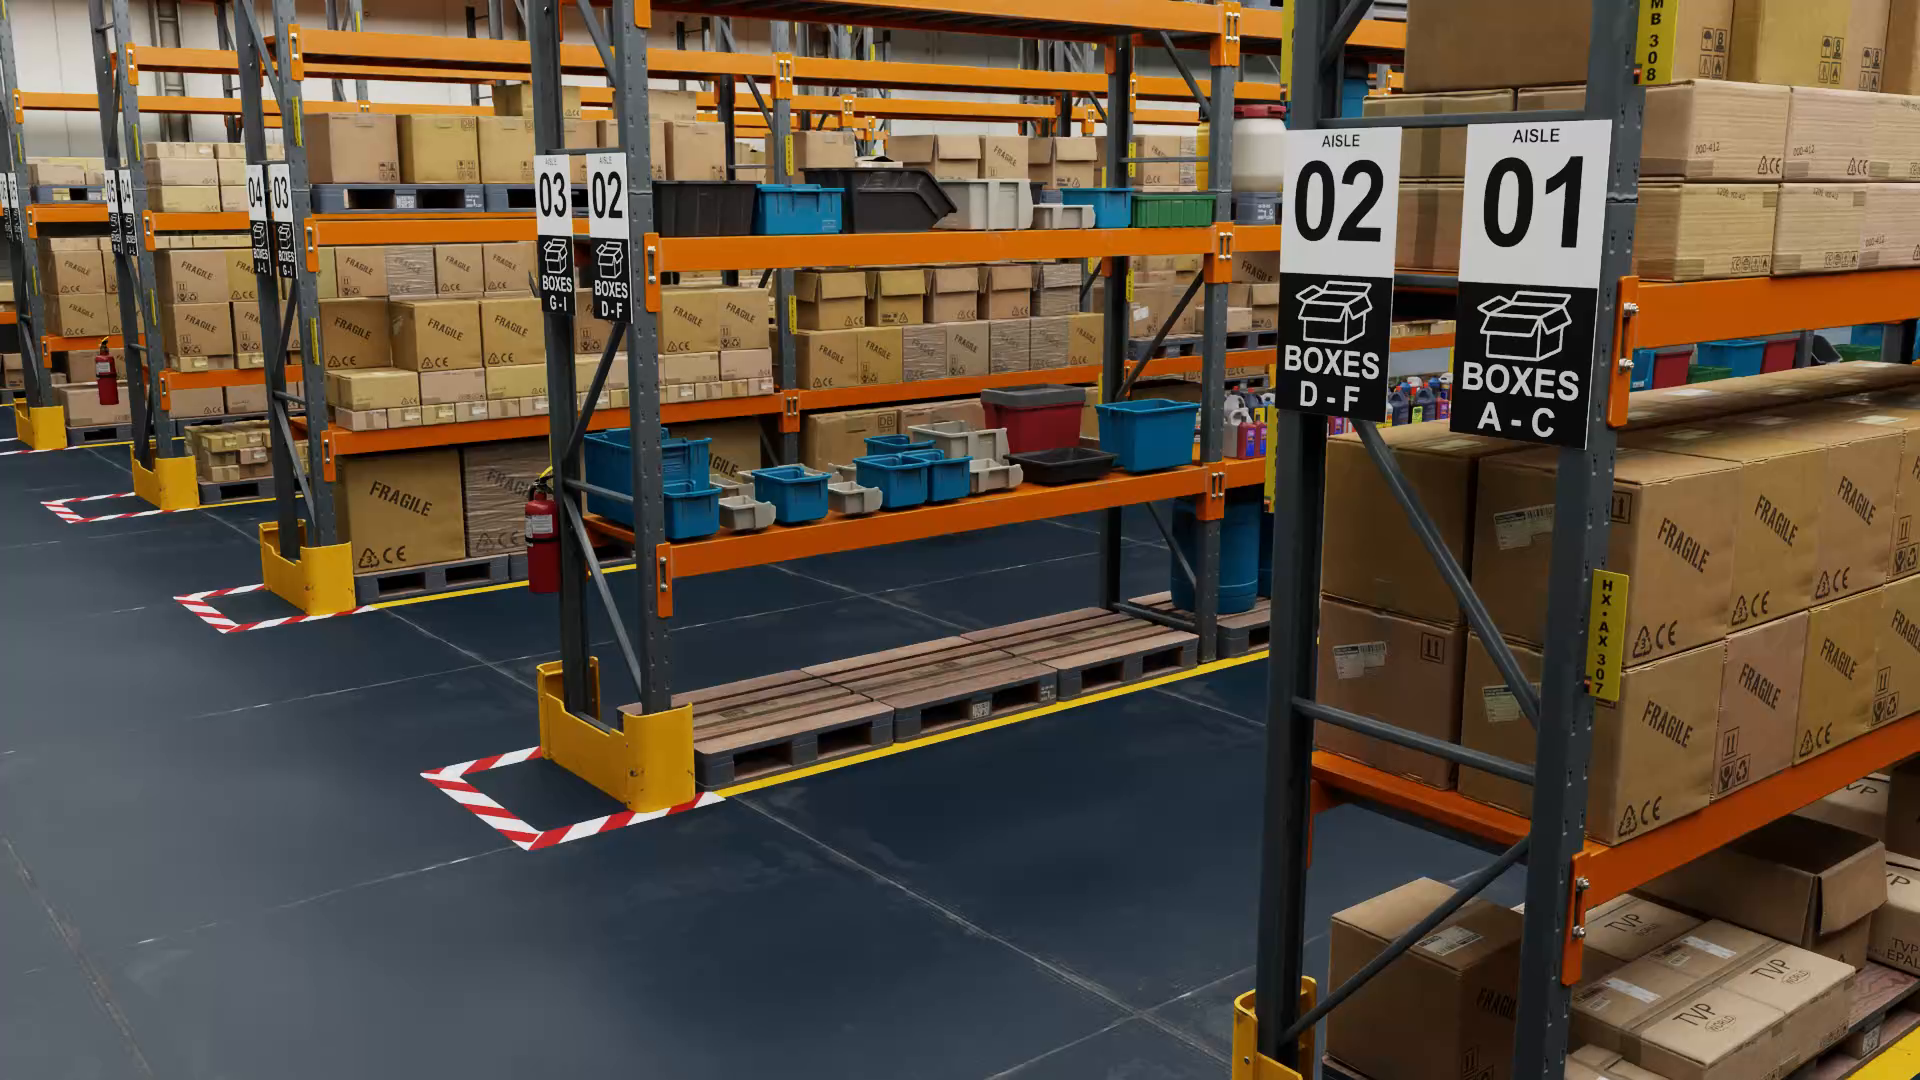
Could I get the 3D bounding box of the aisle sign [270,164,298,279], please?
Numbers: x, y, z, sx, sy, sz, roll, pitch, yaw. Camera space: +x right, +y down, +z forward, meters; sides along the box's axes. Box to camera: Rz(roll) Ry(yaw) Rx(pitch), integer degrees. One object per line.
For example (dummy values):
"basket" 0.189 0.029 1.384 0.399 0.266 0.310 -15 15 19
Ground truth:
"aisle sign" -4.768 -2.245 11.723 0.004 0.787 0.394 -9 15 -38

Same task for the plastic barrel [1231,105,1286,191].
"plastic barrel" 1.886 -2.514 10.688 0.433 0.535 0.433 0 12 0

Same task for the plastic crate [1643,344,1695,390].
"plastic crate" 5.895 -1.458 14.119 0.583 0.464 0.402 -9 15 -38

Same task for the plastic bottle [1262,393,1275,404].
"plastic bottle" 2.208 -0.921 12.041 0.135 0.276 0.152 -9 15 -38

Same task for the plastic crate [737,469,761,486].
"plastic crate" -1.046 -0.299 9.307 0.243 0.136 0.396 -9 15 -38

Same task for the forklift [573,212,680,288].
"forklift" -3.382 -1.956 16.783 1.130 2.935 3.031 -3 12 -15

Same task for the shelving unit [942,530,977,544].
"shelving unit" -0.006 -0.439 14.530 0.210 0.900 0.258 -9 15 -38

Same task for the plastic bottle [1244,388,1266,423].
"plastic bottle" 2.066 -0.896 11.747 0.185 0.351 0.144 -9 15 -38

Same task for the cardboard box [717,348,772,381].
"cardboard box" -1.957 -1.523 14.225 0.500 0.250 0.500 -10 15 -39

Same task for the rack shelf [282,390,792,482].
"rack shelf" -3.337 -0.939 13.563 4.000 0.370 1.077 -9 15 -38

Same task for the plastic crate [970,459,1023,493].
"plastic crate" 0.146 -0.373 9.655 0.466 0.136 0.293 -9 15 -38

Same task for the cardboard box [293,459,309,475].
"cardboard box" -6.699 -0.772 16.897 0.250 0.149 0.380 -9 15 -37

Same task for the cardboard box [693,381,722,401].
"cardboard box" -2.211 -1.268 13.986 0.250 0.149 0.380 -10 15 -39

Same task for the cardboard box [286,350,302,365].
"cardboard box" -6.701 -1.868 16.811 0.250 0.149 0.380 -10 15 -38

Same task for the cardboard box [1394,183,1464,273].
"cardboard box" 1.523 -0.928 4.916 0.500 0.250 0.500 -9 15 -38

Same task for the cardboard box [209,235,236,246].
"cardboard box" -9.229 -3.732 20.772 0.250 0.149 0.380 -9 15 -38

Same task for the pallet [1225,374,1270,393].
"pallet" 3.999 -2.445 25.635 1.213 0.211 1.003 -9 15 -38

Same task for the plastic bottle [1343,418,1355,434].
"plastic bottle" 2.641 -0.805 11.498 0.135 0.276 0.152 -9 15 -38

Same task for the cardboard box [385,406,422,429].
"cardboard box" -4.216 -0.935 12.415 0.250 0.149 0.380 -10 15 -38

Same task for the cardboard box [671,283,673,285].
"cardboard box" -3.389 -2.854 19.008 0.250 0.149 0.380 -10 15 -38

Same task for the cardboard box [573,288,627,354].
"cardboard box" -3.102 -1.838 13.903 0.500 0.500 0.500 -10 16 -39

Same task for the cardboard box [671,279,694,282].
"cardboard box" -3.376 -3.030 19.837 0.250 0.149 0.380 -10 15 -38

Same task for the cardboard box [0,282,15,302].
"cardboard box" -13.671 -3.531 23.681 0.500 0.250 0.500 -9 15 -37

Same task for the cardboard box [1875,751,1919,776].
"cardboard box" 4.616 0.953 7.876 0.500 0.500 0.500 -10 15 -38

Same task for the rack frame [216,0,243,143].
"rack frame" -11.070 -6.897 25.446 0.127 3.000 1.000 -9 15 -38

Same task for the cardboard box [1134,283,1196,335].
"cardboard box" 2.118 -2.489 17.879 0.500 0.500 0.700 -7 14 -29

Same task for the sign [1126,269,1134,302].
"sign" 1.697 -2.547 16.613 0.005 0.325 0.100 -9 15 -38

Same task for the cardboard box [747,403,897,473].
"cardboard box" -1.289 -0.803 15.294 0.875 0.875 1.225 -9 15 -37

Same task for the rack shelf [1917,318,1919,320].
"rack shelf" 5.972 -1.318 8.127 4.000 0.370 1.077 -9 15 -38

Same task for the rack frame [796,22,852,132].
"rack frame" -1.672 -5.822 20.382 0.127 3.000 1.000 -9 15 -38

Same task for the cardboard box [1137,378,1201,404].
"cardboard box" 2.260 -1.591 18.055 0.500 0.250 0.500 -7 14 -31

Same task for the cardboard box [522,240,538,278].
"cardboard box" -5.871 -3.974 23.476 0.500 0.500 0.500 -9 15 -38

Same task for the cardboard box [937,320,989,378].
"cardboard box" -0.077 -1.817 15.723 0.500 0.500 0.500 -9 15 -37

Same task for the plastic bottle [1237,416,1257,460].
"plastic bottle" 1.871 -0.669 10.838 0.133 0.283 0.061 -9 15 -38

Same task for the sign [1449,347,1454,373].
"sign" 4.093 -1.435 13.770 0.005 0.325 0.100 -9 15 -38

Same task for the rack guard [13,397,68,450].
"rack guard" -11.109 -1.413 20.081 0.348 0.500 1.175 -9 15 -38

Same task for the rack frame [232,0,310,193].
"rack frame" -4.899 -3.966 11.643 0.127 3.000 1.000 -9 15 -38

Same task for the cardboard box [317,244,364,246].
"cardboard box" -6.510 -2.836 17.401 0.500 0.500 0.500 -10 16 -40

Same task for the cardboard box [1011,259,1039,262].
"cardboard box" 0.667 -3.812 22.711 0.500 0.500 0.700 -10 15 -39

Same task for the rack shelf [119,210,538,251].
"rack shelf" -6.357 -3.224 17.102 4.000 0.370 1.077 -9 15 -38

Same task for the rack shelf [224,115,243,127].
"rack shelf" -12.632 -6.284 24.299 4.000 0.370 1.077 -9 15 -38

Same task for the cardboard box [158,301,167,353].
"cardboard box" -7.729 -2.144 16.546 0.500 0.500 0.500 -9 15 -37

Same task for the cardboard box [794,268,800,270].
"cardboard box" -2.730 -4.368 26.011 0.500 0.500 0.500 -9 15 -36

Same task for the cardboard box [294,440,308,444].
"cardboard box" -6.739 -1.077 16.899 0.250 0.149 0.380 -10 16 -40

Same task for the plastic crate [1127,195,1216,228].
"plastic crate" 1.176 -2.007 10.148 0.662 0.188 0.450 -9 15 -38

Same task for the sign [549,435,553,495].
"sign" -2.161 -0.395 8.876 0.005 0.325 0.100 -9 15 -38

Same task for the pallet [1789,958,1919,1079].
"pallet" 2.920 1.669 6.263 1.213 0.211 1.003 -9 15 -38

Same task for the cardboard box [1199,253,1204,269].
"cardboard box" 3.367 -4.348 24.924 0.550 0.550 0.875 -9 15 -38

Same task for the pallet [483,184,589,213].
"pallet" -3.373 -2.713 13.175 1.213 0.211 1.003 -9 15 -38

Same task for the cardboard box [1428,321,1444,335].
"cardboard box" 5.618 -2.572 20.125 0.250 0.149 0.380 -9 15 -38

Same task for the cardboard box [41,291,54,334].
"cardboard box" -10.879 -2.793 20.322 0.500 0.500 0.500 -9 15 -37

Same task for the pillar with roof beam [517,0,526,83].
"pillar with roof beam" -4.803 -7.033 26.087 0.548 9.000 9.100 -9 15 -38

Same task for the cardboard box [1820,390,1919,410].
"cardboard box" 3.385 -0.242 5.897 0.500 0.500 0.500 -9 15 -37

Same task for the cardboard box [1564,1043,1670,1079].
"cardboard box" 2.023 1.715 5.092 0.250 0.166 0.380 -9 15 -38
